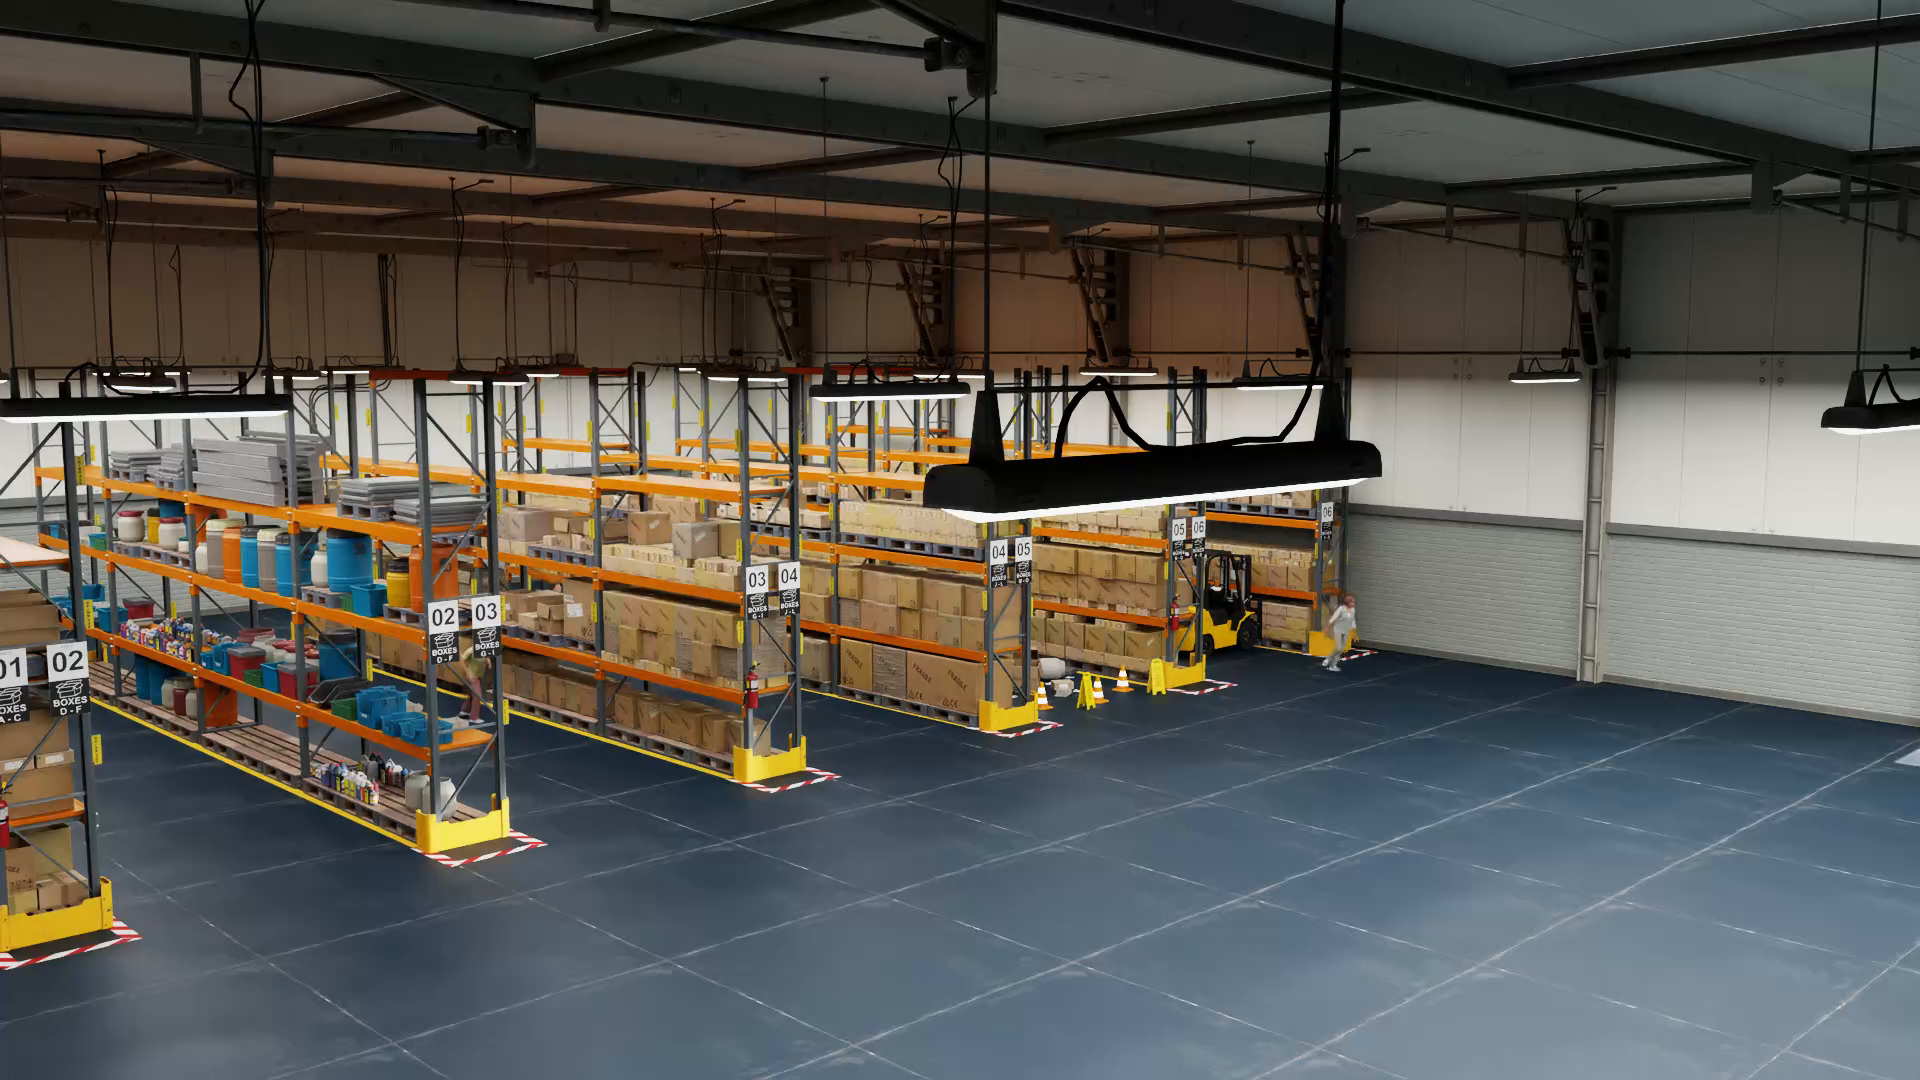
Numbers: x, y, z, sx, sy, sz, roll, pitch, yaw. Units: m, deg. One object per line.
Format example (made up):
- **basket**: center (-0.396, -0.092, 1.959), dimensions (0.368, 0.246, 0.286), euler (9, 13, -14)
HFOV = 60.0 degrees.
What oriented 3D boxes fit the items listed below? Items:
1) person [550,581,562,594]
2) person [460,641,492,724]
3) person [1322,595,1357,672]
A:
- **person**: center (-8.724, 1.591, 35.322), dimensions (0.815, 1.530, 0.616), euler (3, 7, 24)
- **person**: center (-8.320, 2.340, 28.481), dimensions (0.822, 1.585, 0.620), euler (3, 7, 26)
- **person**: center (7.550, 1.853, 32.983), dimensions (0.578, 1.549, 0.515), euler (-3, 7, -27)
